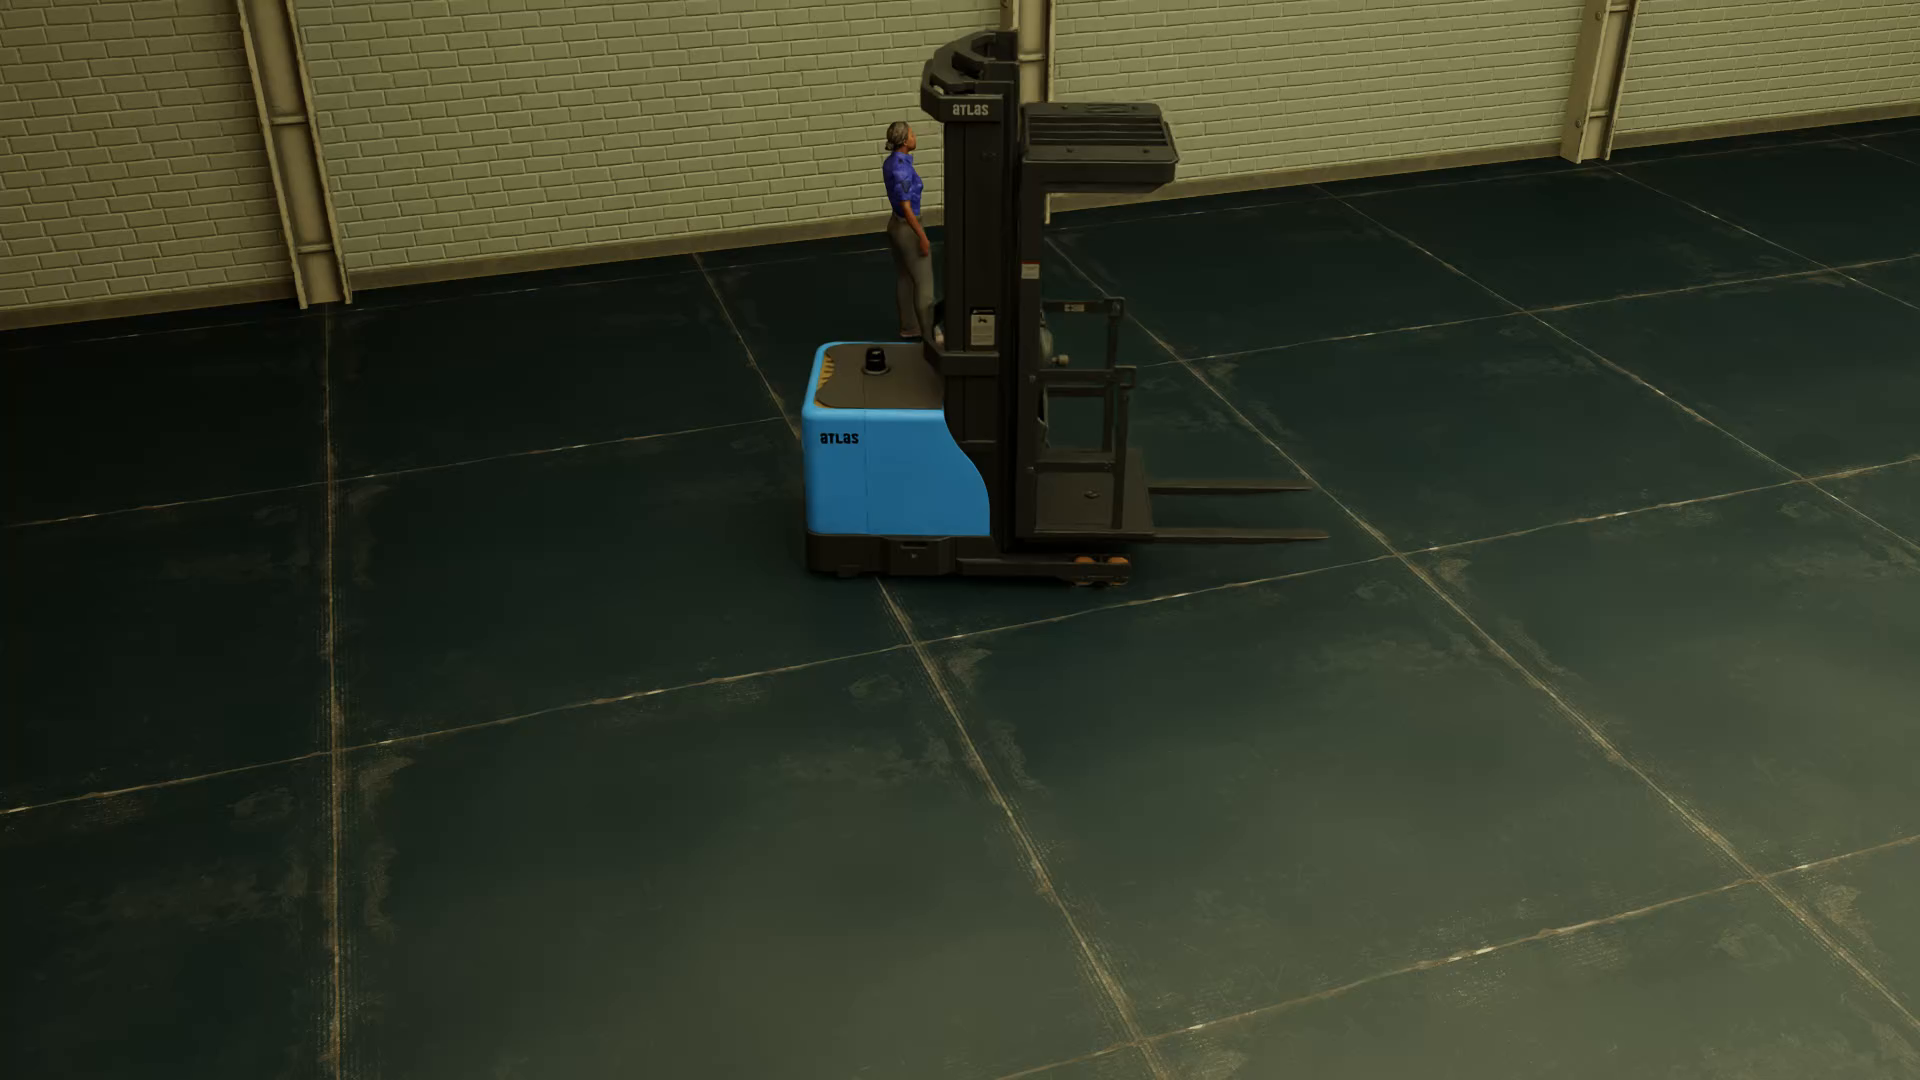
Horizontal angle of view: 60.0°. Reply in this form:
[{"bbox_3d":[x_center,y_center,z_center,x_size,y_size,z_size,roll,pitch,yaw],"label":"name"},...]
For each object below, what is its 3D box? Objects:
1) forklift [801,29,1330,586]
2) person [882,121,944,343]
[{"bbox_3d":[0.632,-1.274,9.301,3.031,2.935,1.130,1,30,1],"label":"forklift"},{"bbox_3d":[-0.300,-2.272,12.303,0.505,1.654,0.566,-9,31,-14],"label":"person"}]
